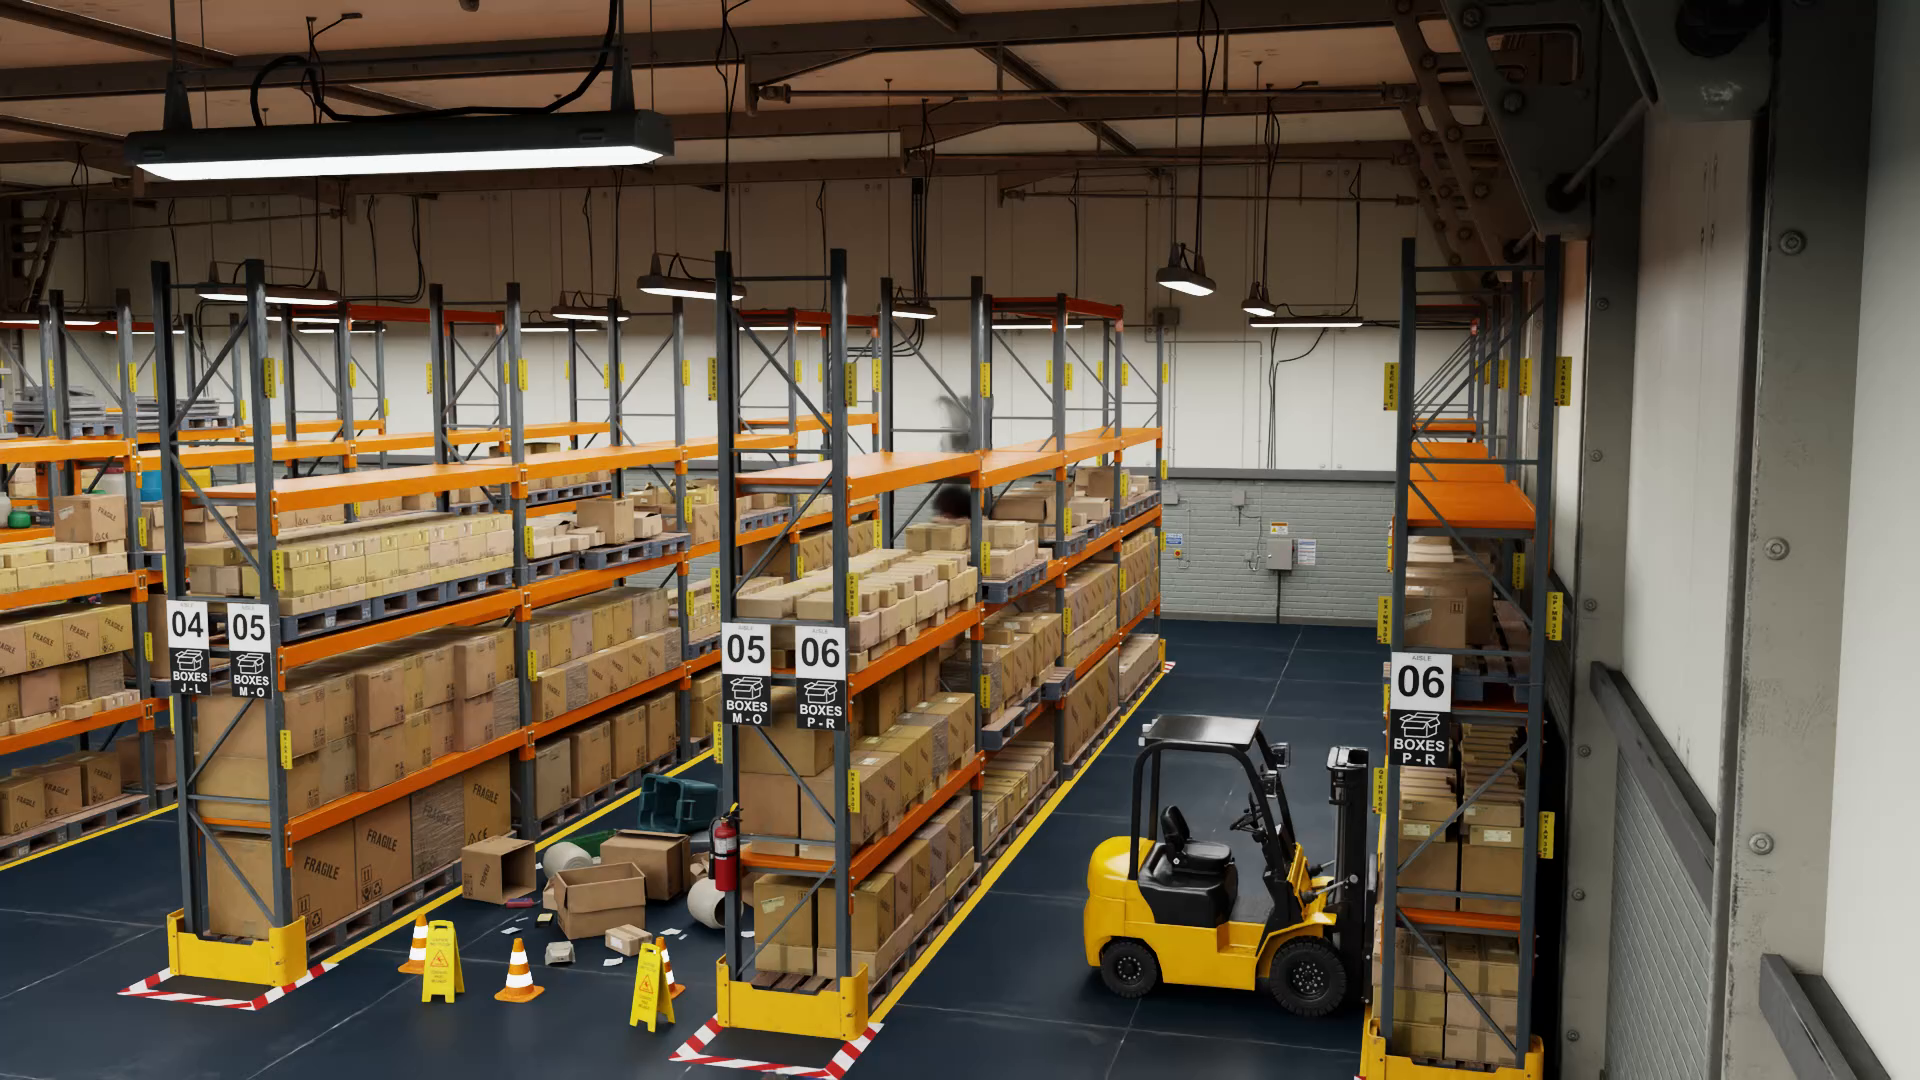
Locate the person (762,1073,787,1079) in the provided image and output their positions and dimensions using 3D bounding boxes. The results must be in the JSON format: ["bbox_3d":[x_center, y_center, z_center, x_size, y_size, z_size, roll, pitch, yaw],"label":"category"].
[{"bbox_3d":[-0.973,3.486,8.636,0.561,1.580,0.676,-1,6,-5],"label":"person"}]
